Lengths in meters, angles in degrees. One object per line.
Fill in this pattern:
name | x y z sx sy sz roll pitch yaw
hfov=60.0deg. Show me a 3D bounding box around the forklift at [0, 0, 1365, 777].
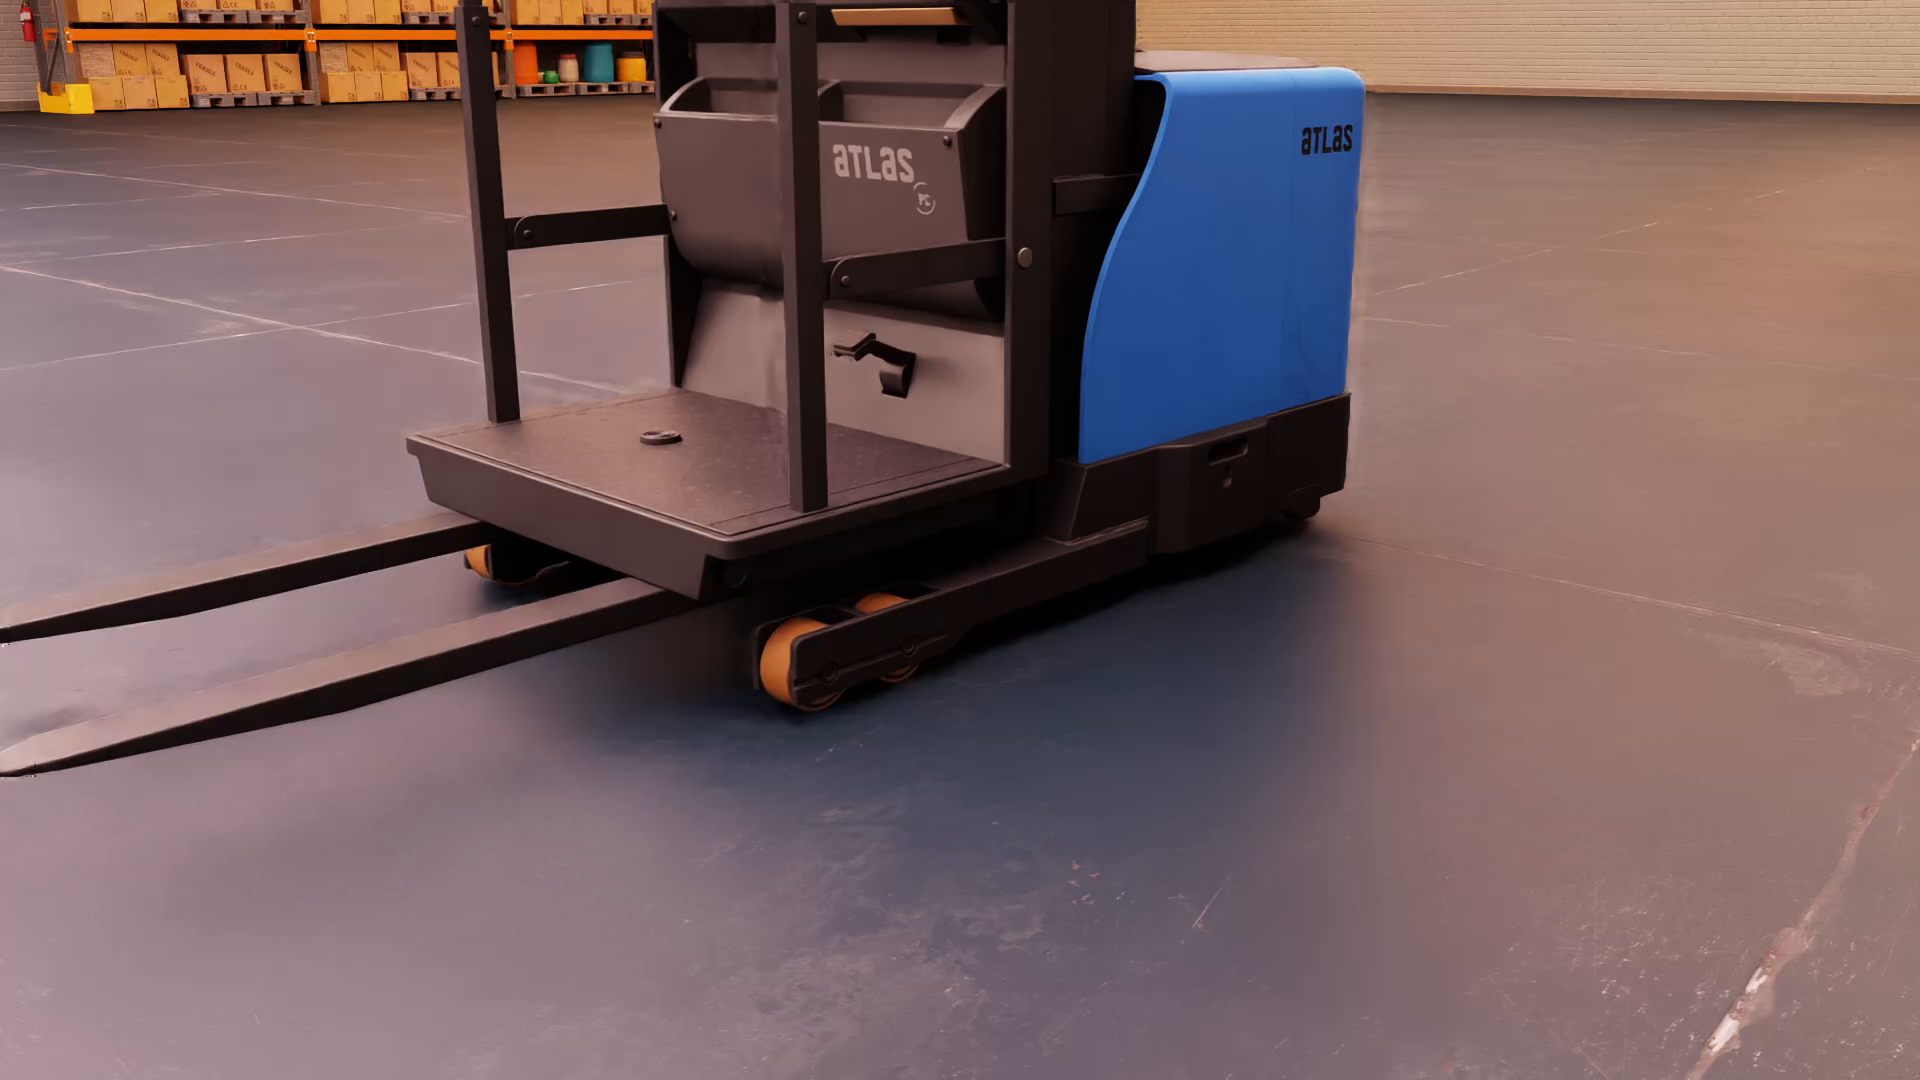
forklift | -0.431 -1.266 3.067 1.130 2.935 3.031 16 23 42
